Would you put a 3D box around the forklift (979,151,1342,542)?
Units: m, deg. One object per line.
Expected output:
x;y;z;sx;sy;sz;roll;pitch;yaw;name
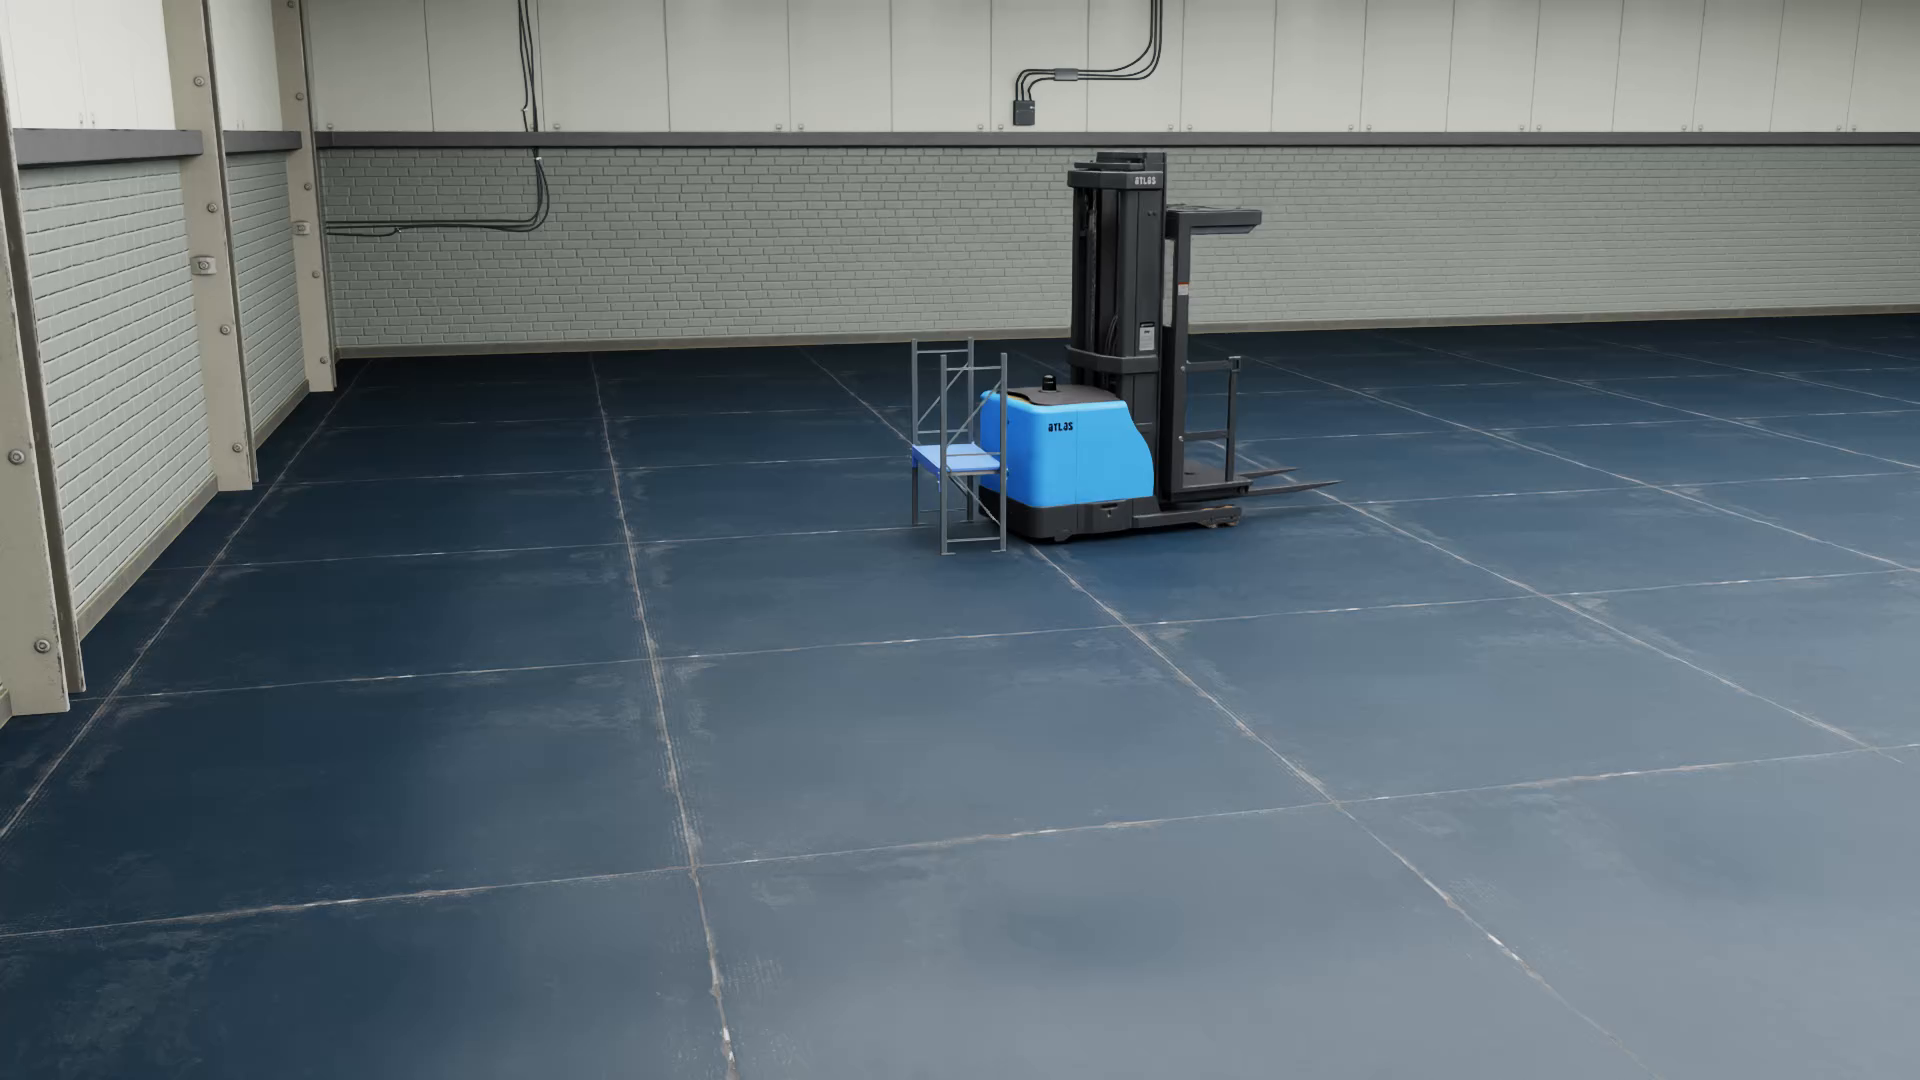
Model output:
1.710;-1.623;13.395;3.031;2.935;1.130;-6;15;-24;forklift

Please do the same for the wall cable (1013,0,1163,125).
1.932;-9.170;24.333;2.305;6.003;0.169;-3;14;-13;wall cable

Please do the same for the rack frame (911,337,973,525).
-0.139;-0.866;13.310;0.500;1.500;0.032;-3;14;-13;rack frame

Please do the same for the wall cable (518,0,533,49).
-4.670;-8.088;22.972;3.097;2.526;0.112;-3;14;-13;wall cable

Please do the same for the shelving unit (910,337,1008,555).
-0.020;-0.748;12.830;0.538;1.500;1.048;-3;14;-13;shelving unit

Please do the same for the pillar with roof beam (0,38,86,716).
-0.891;-3.710;9.154;9.100;9.000;0.400;-3;14;-13;pillar with roof beam

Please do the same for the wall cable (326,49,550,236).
-7.300;-5.484;22.955;3.097;2.526;0.112;-3;14;-13;wall cable

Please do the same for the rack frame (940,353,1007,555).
0.099;-0.631;12.350;0.500;1.500;0.032;-3;14;-13;rack frame

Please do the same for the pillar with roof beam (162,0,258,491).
-2.300;-5.095;14.819;9.100;9.000;0.400;-3;14;-13;pillar with roof beam

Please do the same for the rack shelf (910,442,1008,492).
-0.020;-0.574;12.872;0.538;0.185;1.000;-3;14;-13;rack shelf

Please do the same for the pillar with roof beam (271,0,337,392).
-3.709;-6.479;20.485;9.100;9.000;0.400;-3;14;-13;pillar with roof beam
